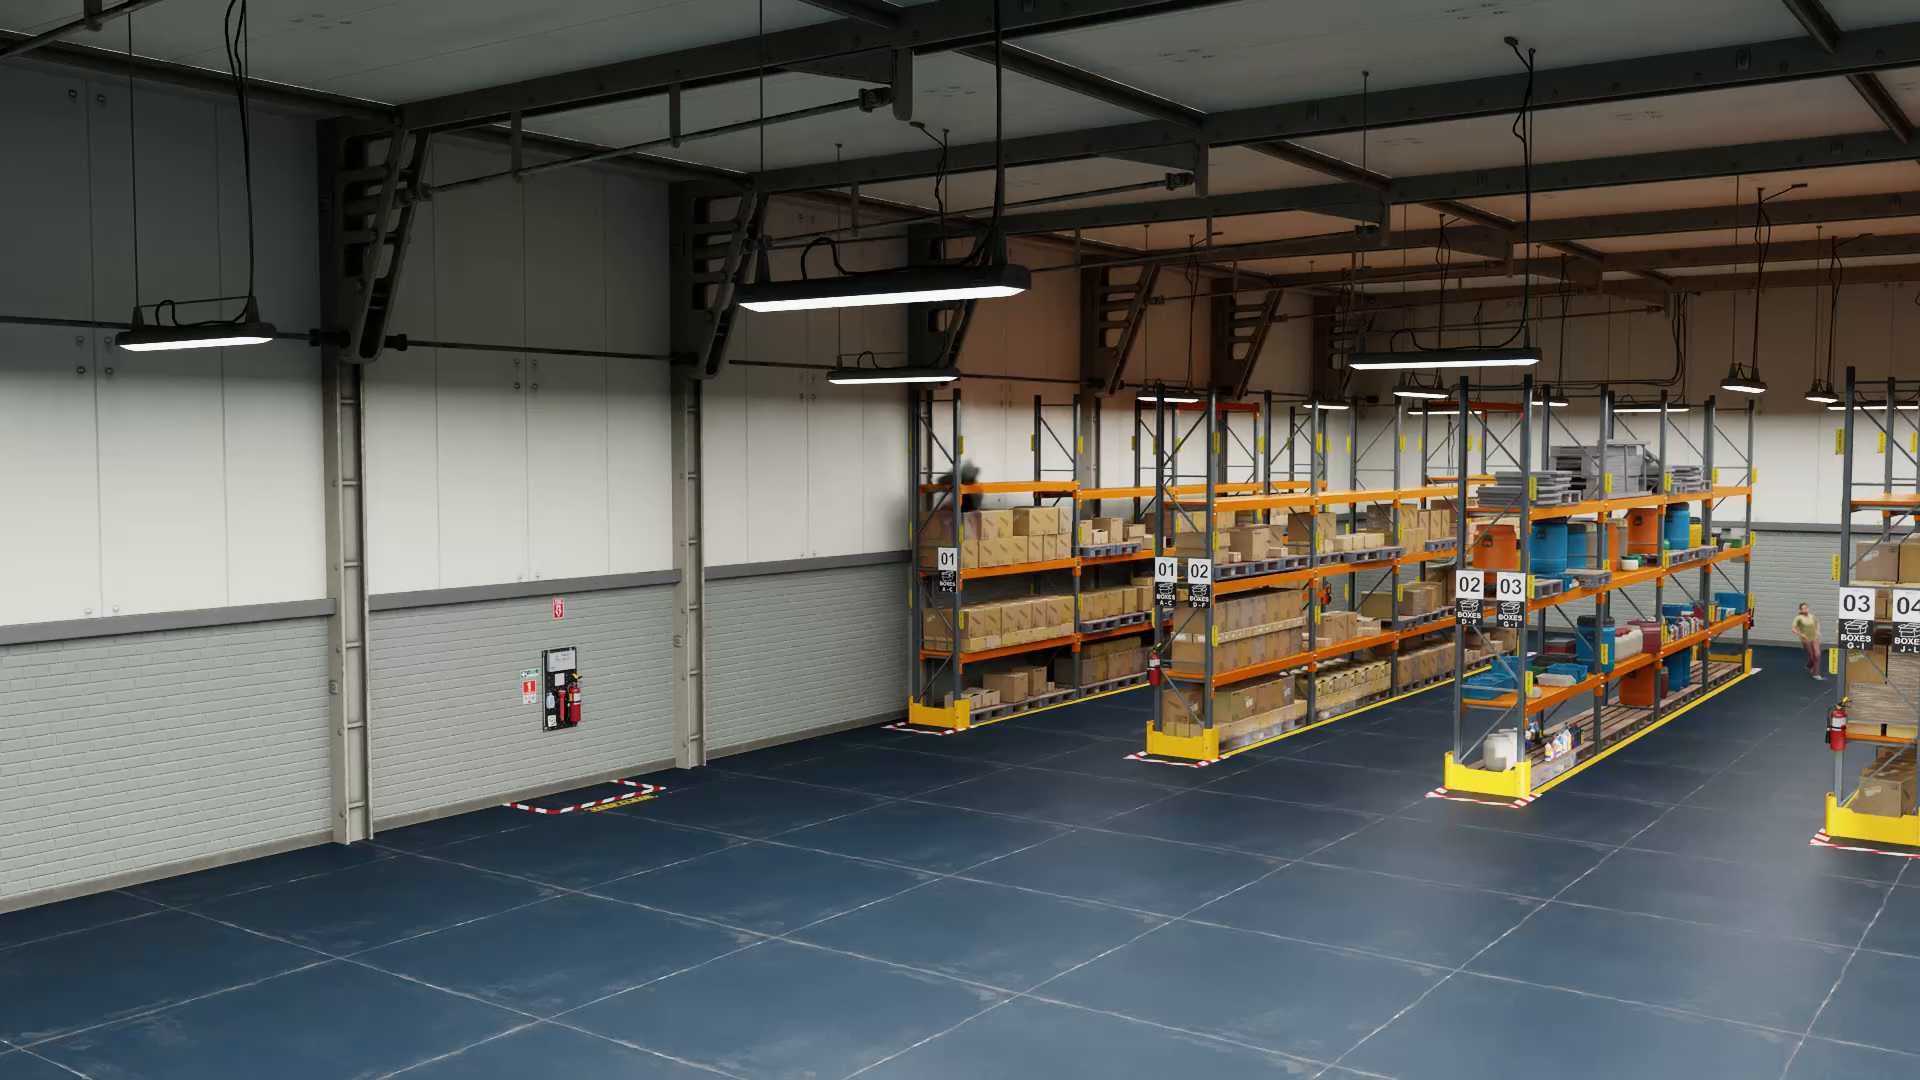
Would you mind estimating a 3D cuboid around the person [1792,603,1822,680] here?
[{"bbox_3d":[18.236,2.166,35.792,0.617,1.623,0.645,0,3,5],"label":"person"}]
